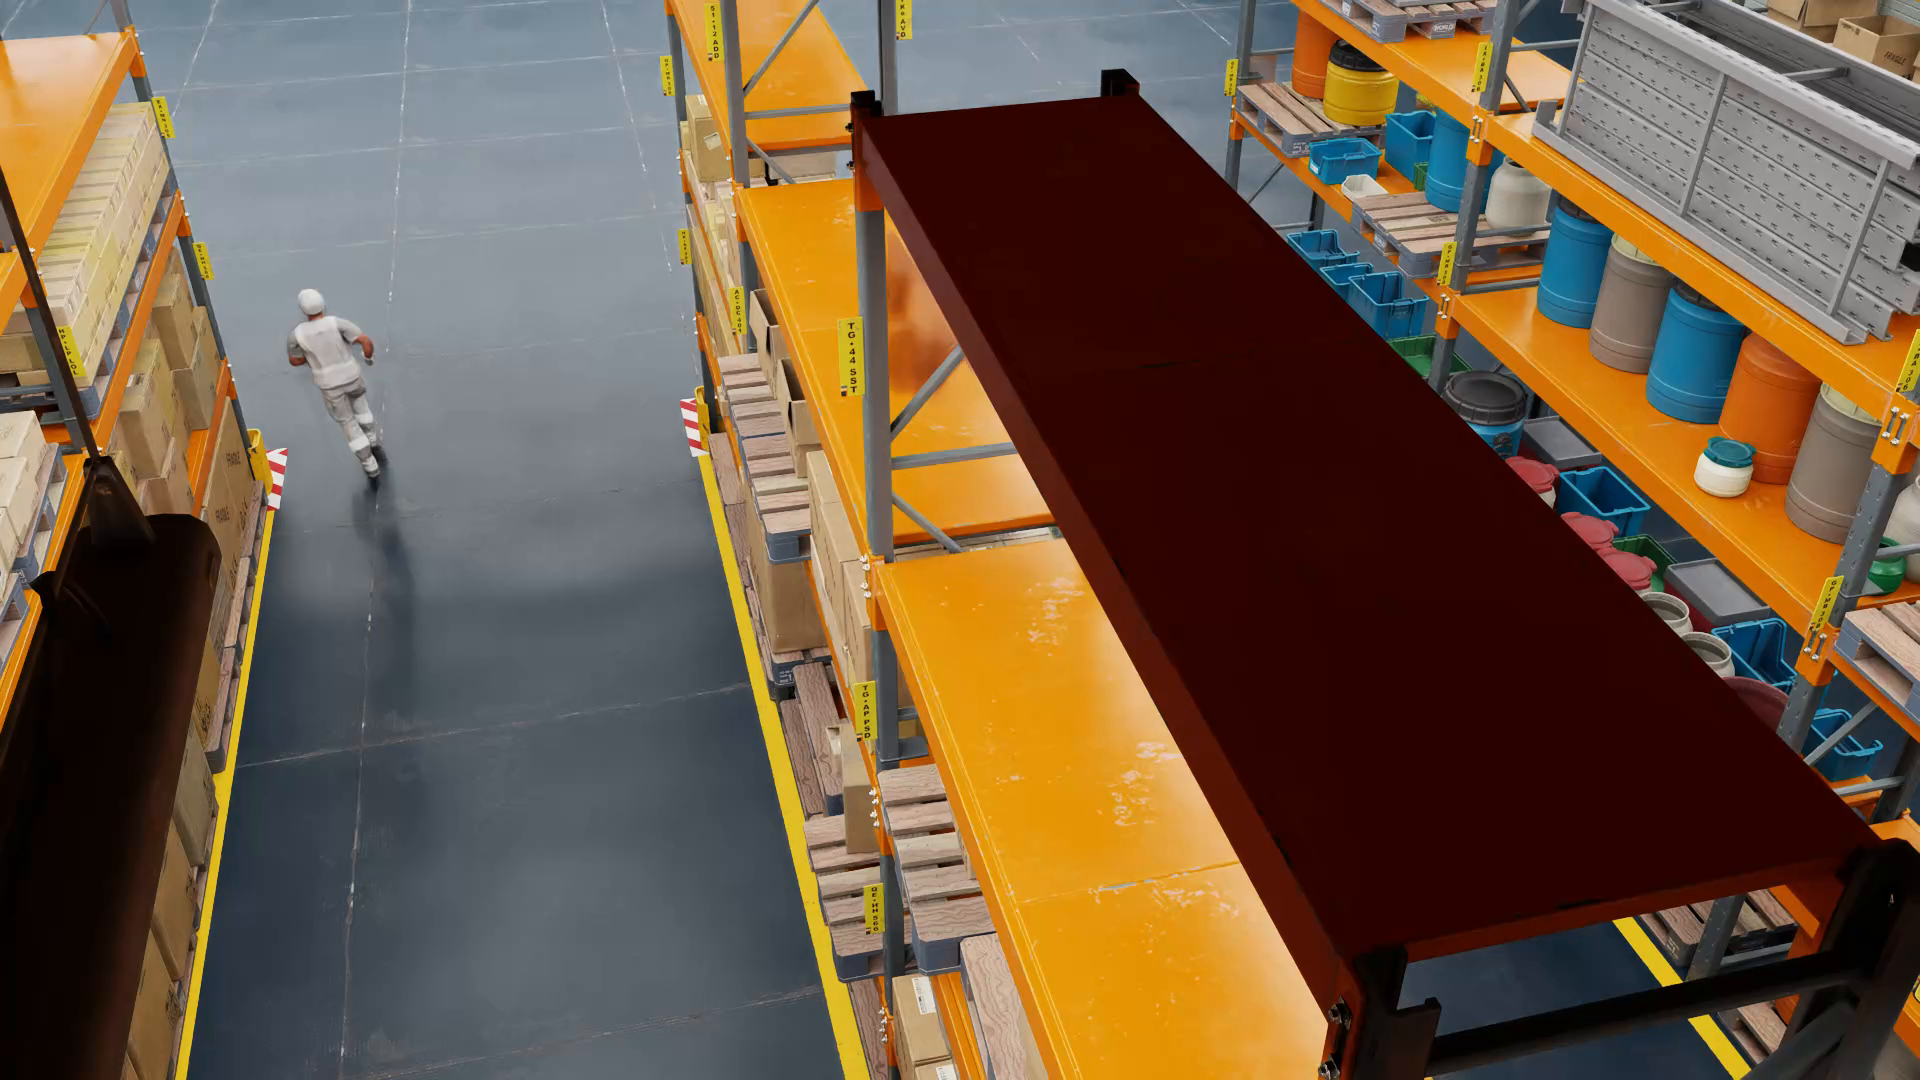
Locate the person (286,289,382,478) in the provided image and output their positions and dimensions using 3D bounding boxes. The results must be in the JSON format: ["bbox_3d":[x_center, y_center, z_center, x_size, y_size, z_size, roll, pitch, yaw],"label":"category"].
[{"bbox_3d":[-5.432,-1.354,14.518,0.671,1.817,0.742,-20,39,-26],"label":"person"}]

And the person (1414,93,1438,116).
[{"bbox_3d":[5.190,-4.203,18.713,0.669,1.743,0.693,11,36,16],"label":"person"}]
